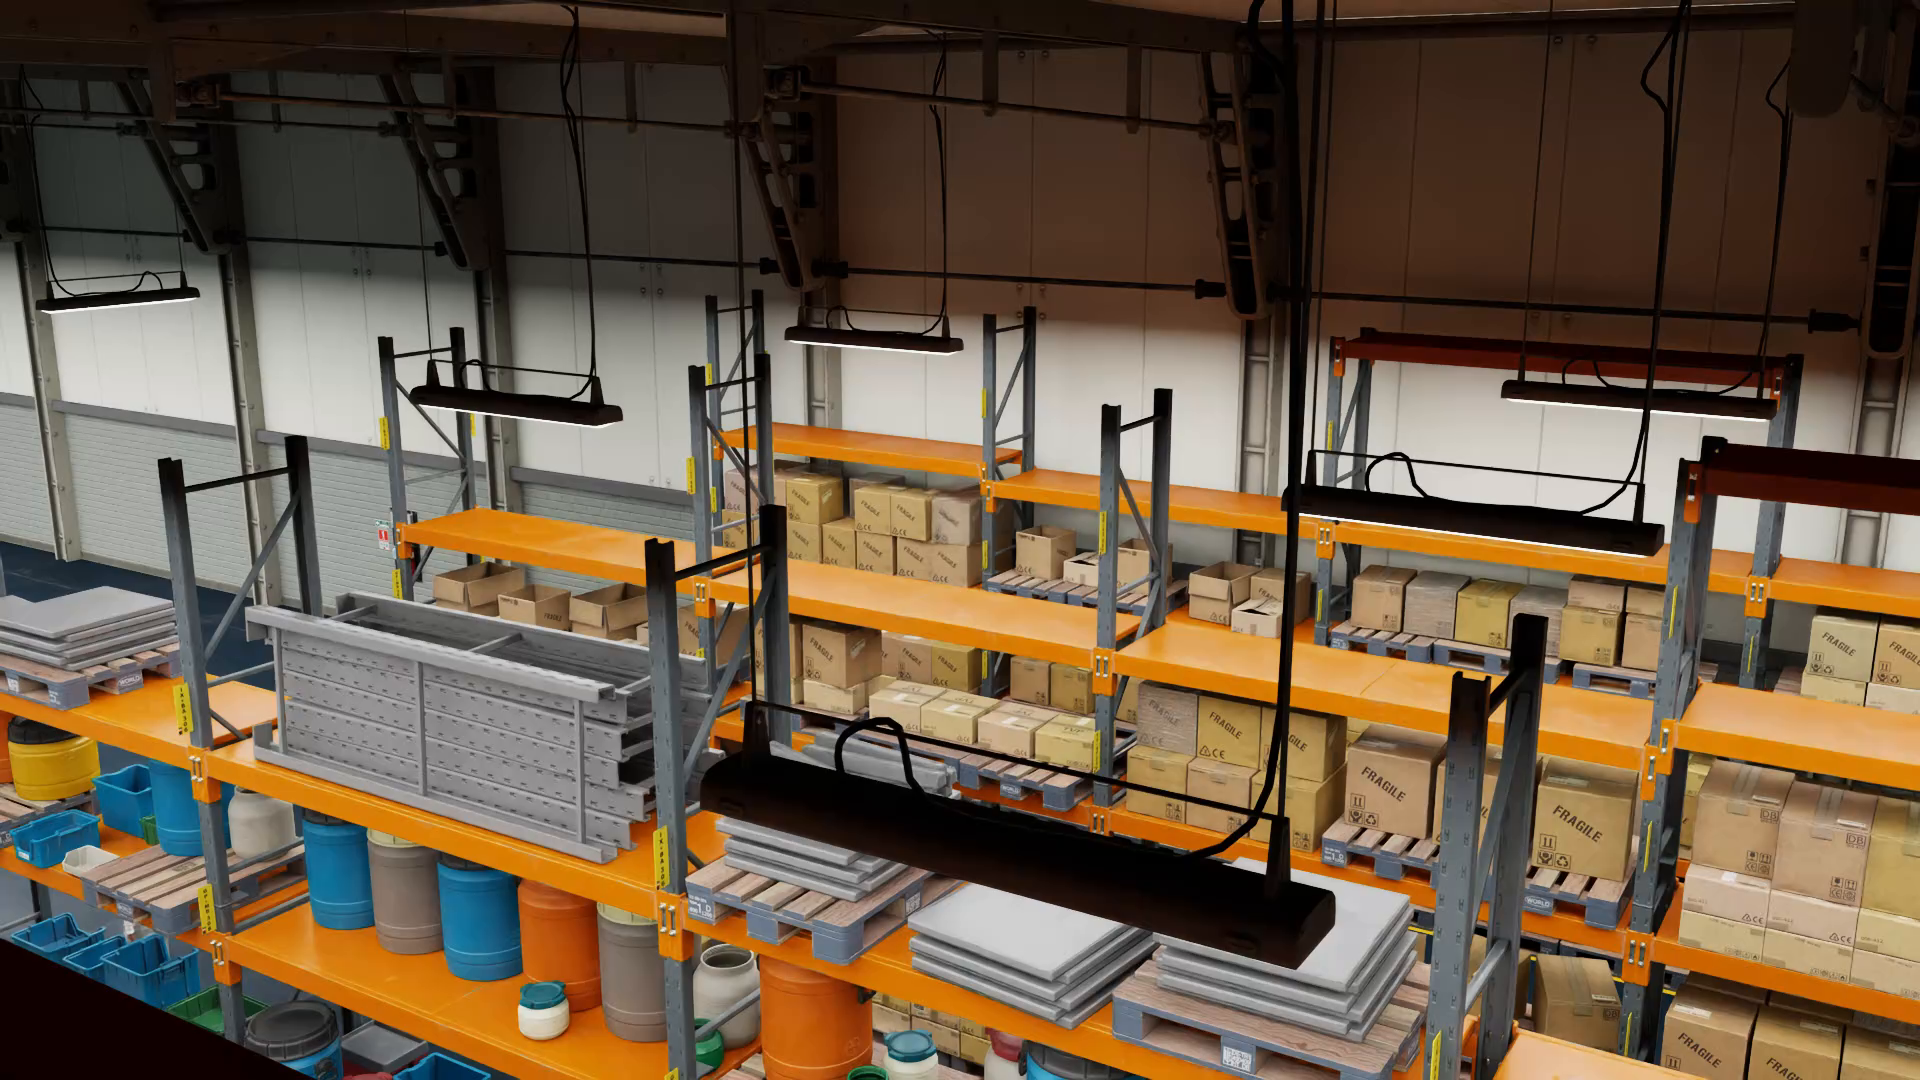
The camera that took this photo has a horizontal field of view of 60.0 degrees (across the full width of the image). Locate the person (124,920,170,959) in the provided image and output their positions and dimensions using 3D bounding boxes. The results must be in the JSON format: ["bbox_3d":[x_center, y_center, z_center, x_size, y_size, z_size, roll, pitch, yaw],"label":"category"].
[{"bbox_3d":[-7.517,3.628,15.327,0.777,1.556,0.414,10,17,36],"label":"person"}]

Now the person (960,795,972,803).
[{"bbox_3d":[0.003,3.255,16.724,1.033,1.577,0.449,8,16,28],"label":"person"}]
